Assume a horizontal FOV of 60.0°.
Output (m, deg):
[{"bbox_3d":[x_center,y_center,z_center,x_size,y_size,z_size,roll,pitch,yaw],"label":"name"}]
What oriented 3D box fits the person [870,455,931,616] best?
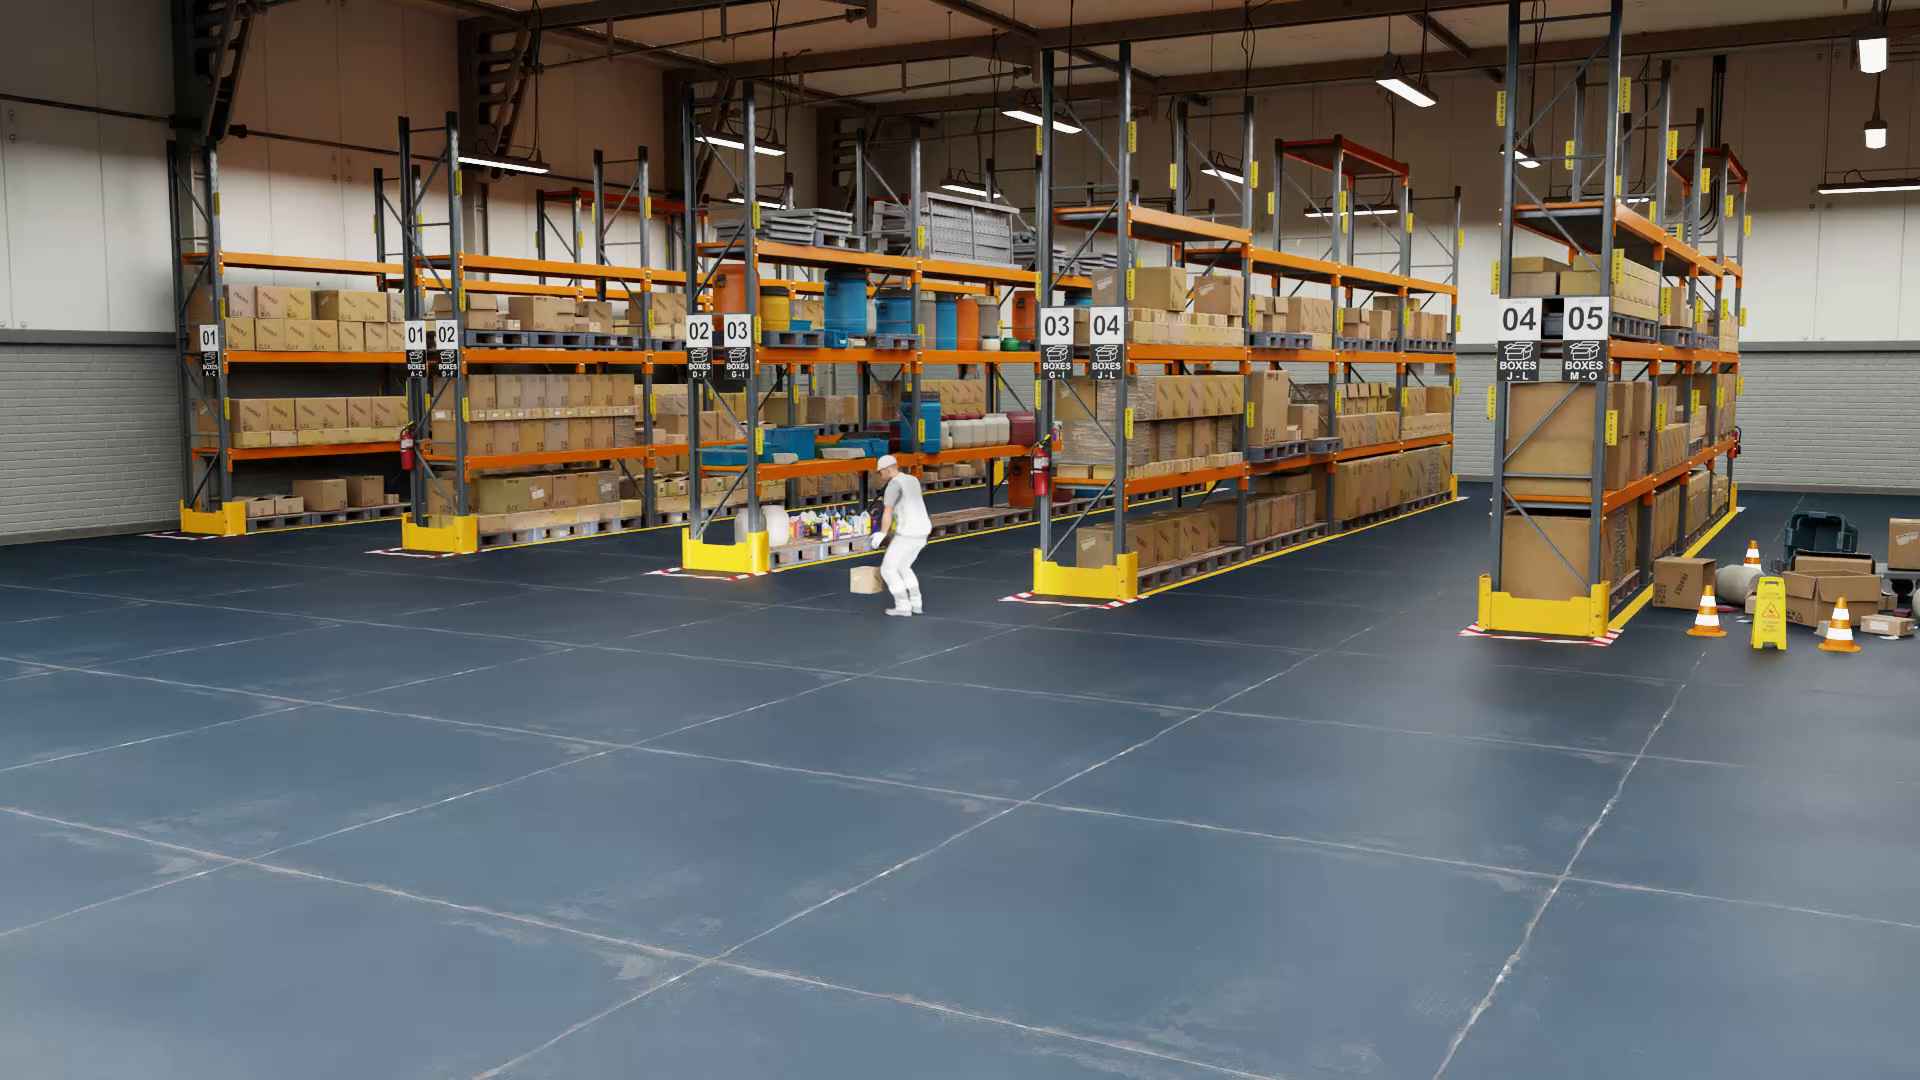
[{"bbox_3d":[-0.616,-0.049,17.150,0.580,1.645,0.564,3,7,30],"label":"person"}]
